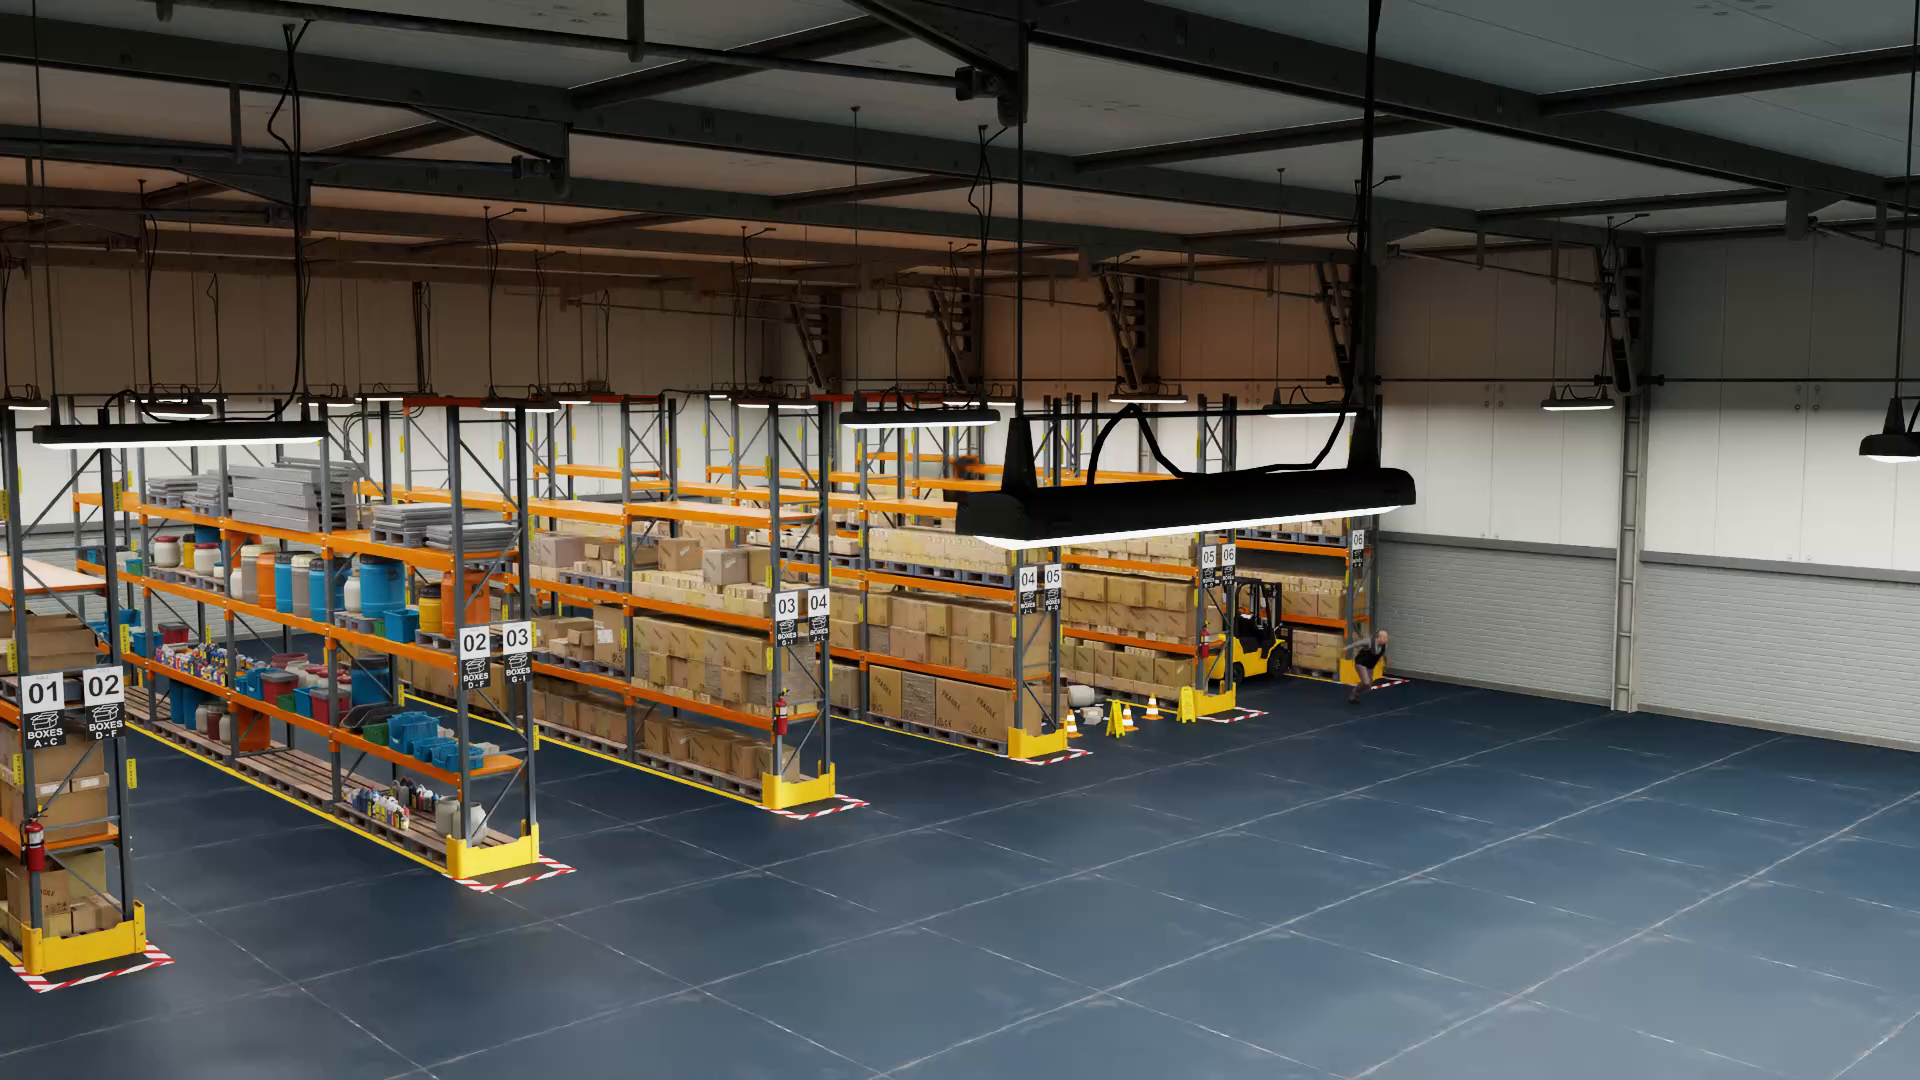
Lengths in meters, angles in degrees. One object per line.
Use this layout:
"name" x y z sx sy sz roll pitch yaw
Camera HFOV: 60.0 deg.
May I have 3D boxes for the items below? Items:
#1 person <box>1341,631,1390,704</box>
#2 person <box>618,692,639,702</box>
"person" 7.930 2.470 32.192 0.636 1.499 0.994 -3 6 -30
"person" -6.483 2.346 32.671 0.521 1.691 0.780 -5 8 -43
